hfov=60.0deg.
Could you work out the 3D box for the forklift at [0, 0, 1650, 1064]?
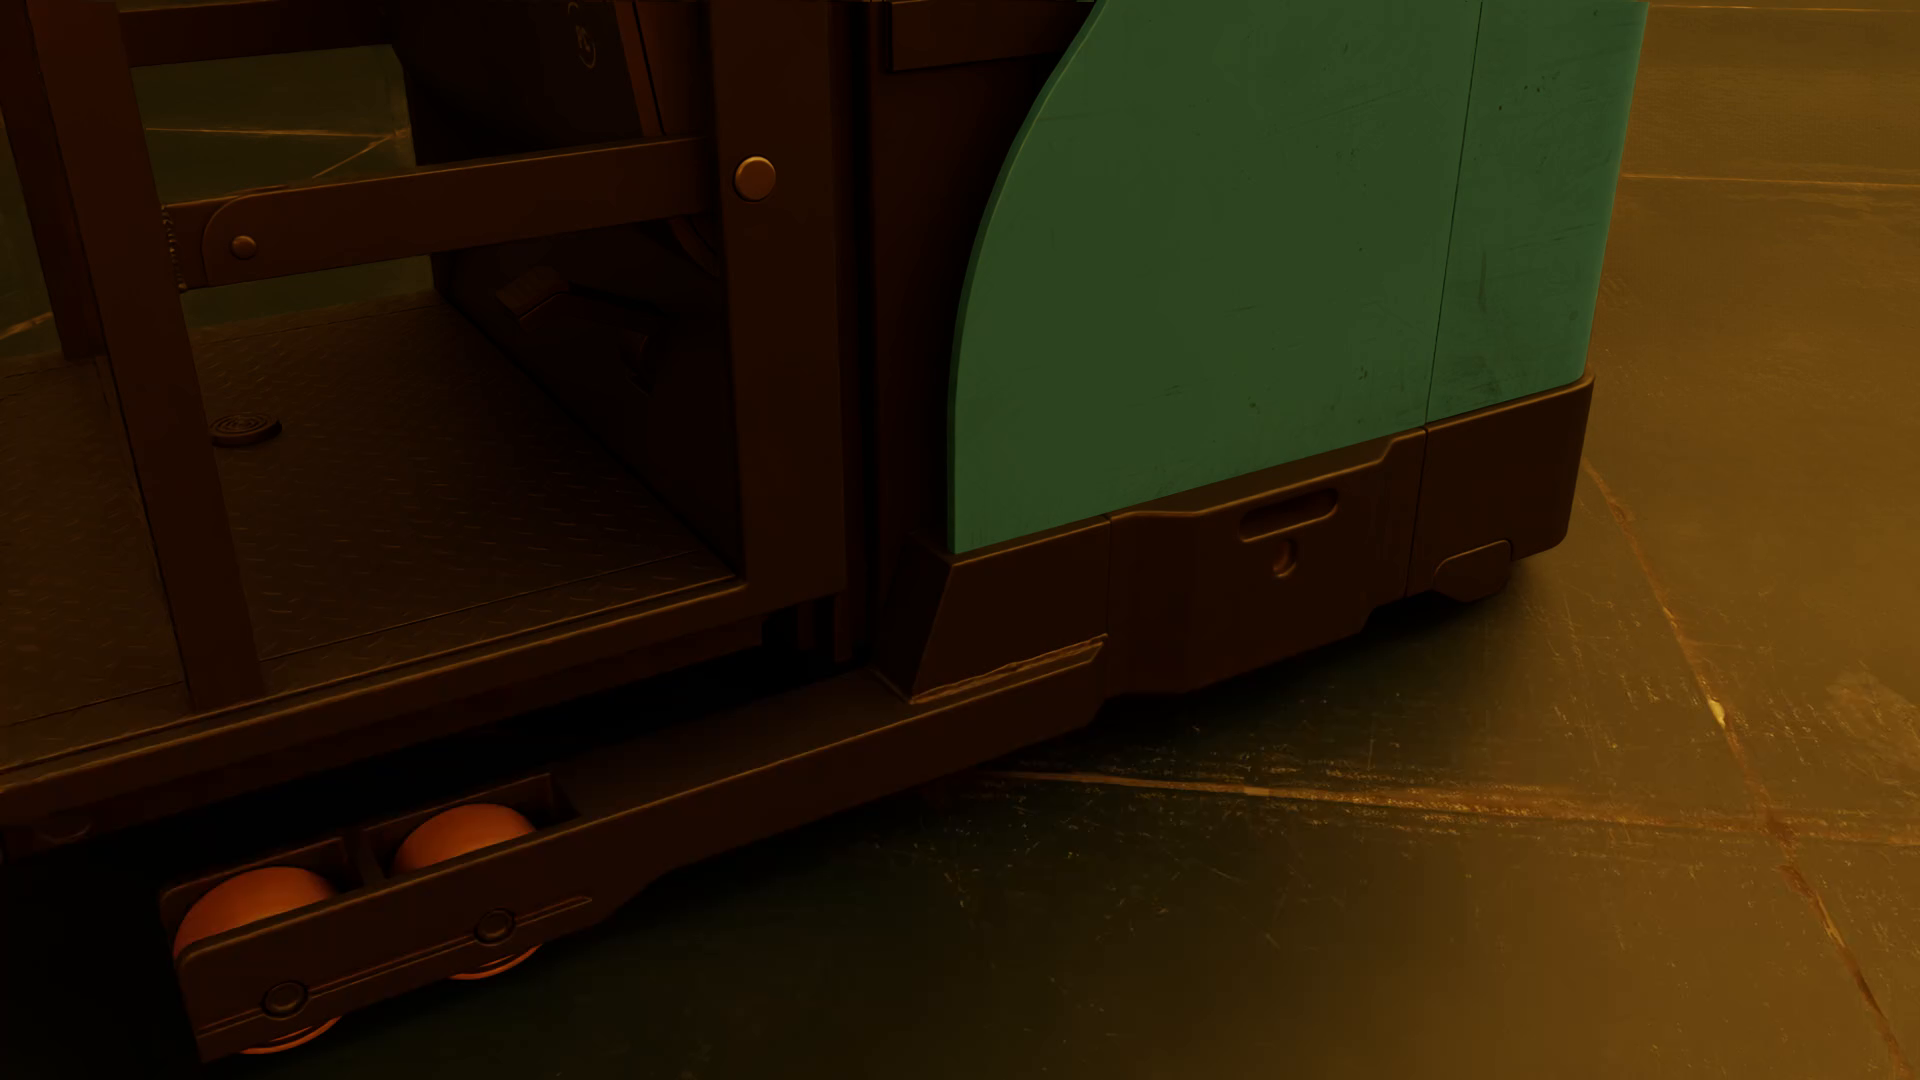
[{"bbox_3d":[-0.659,-1.106,1.433,3.031,2.935,1.130,-15,30,-28],"label":"forklift"}]
